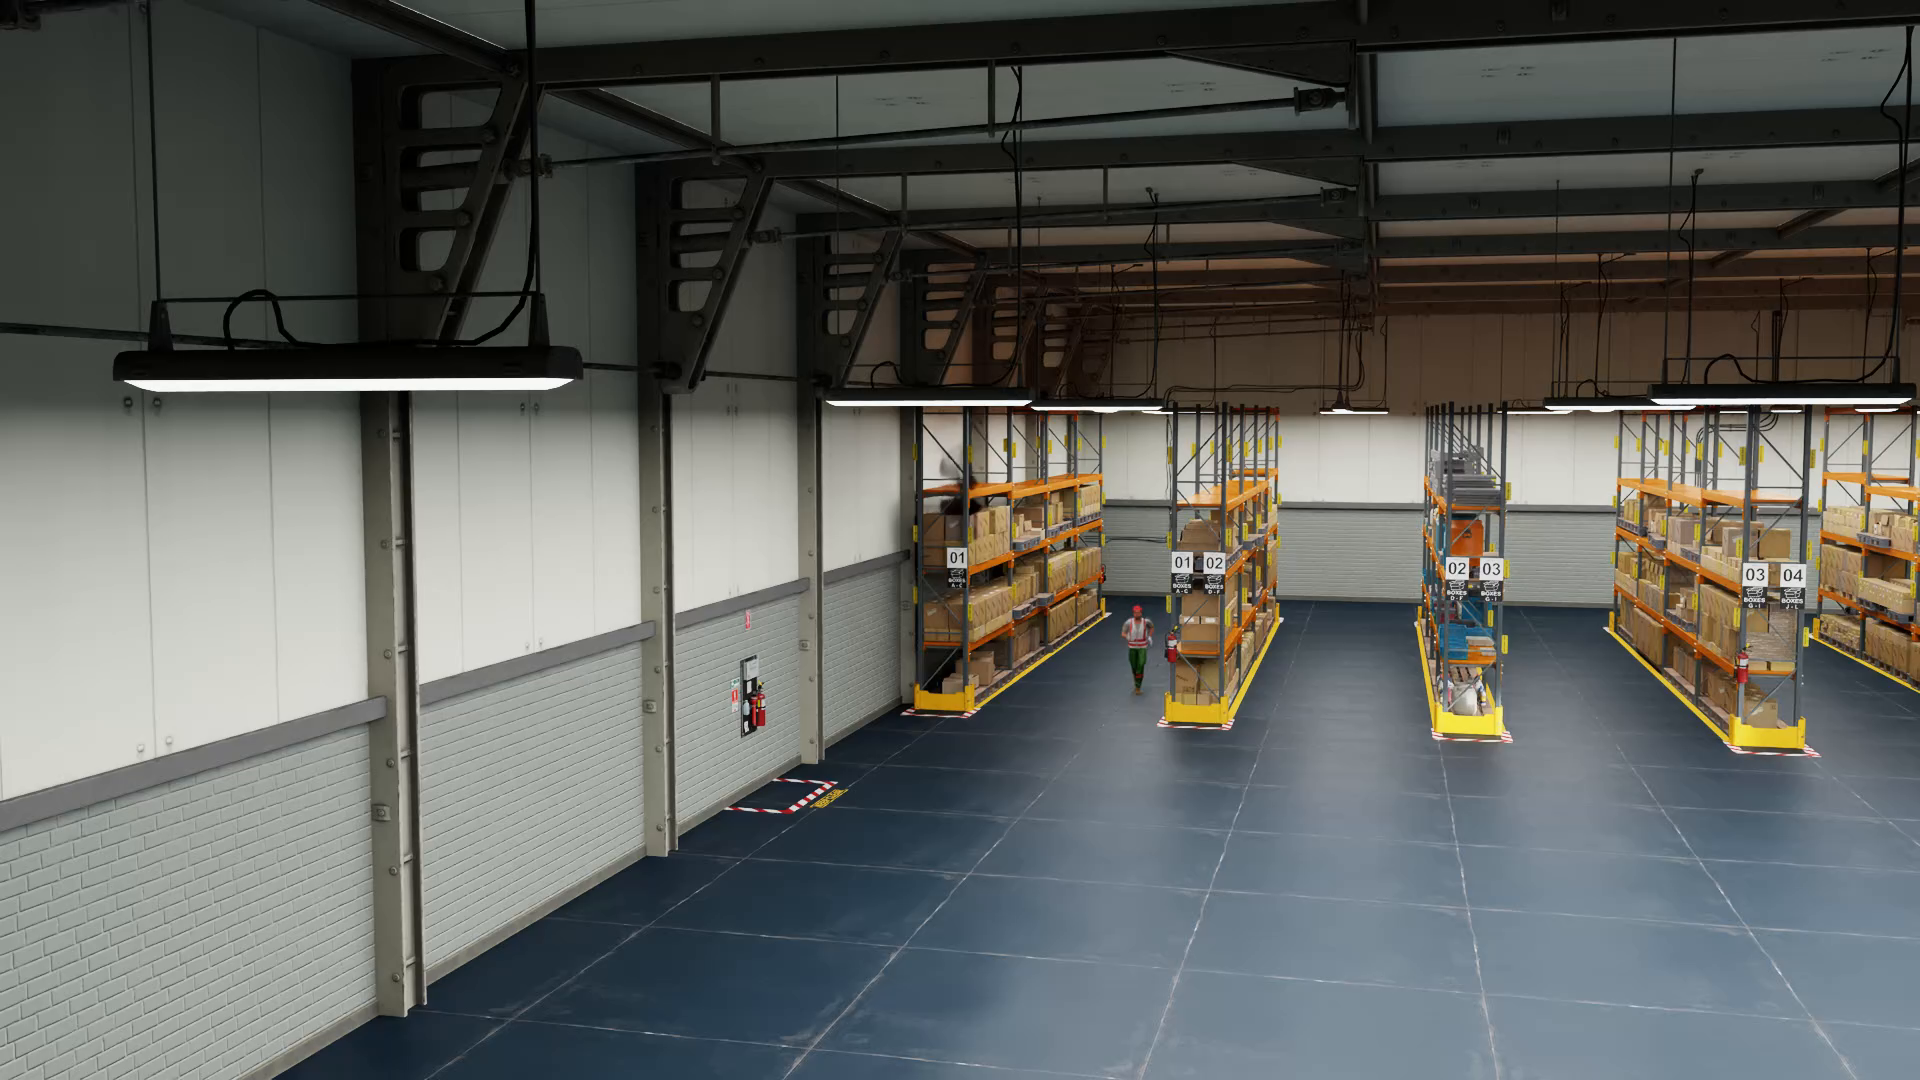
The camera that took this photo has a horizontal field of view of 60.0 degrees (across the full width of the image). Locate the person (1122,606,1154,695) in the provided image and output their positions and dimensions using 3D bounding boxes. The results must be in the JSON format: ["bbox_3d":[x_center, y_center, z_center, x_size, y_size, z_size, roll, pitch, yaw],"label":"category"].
[{"bbox_3d":[3.706,2.266,34.694,0.655,1.811,0.991,1,4,10],"label":"person"}]

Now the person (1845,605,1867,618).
[{"bbox_3d":[24.324,1.588,45.144,0.755,1.643,0.527,-1,4,-16],"label":"person"}]
